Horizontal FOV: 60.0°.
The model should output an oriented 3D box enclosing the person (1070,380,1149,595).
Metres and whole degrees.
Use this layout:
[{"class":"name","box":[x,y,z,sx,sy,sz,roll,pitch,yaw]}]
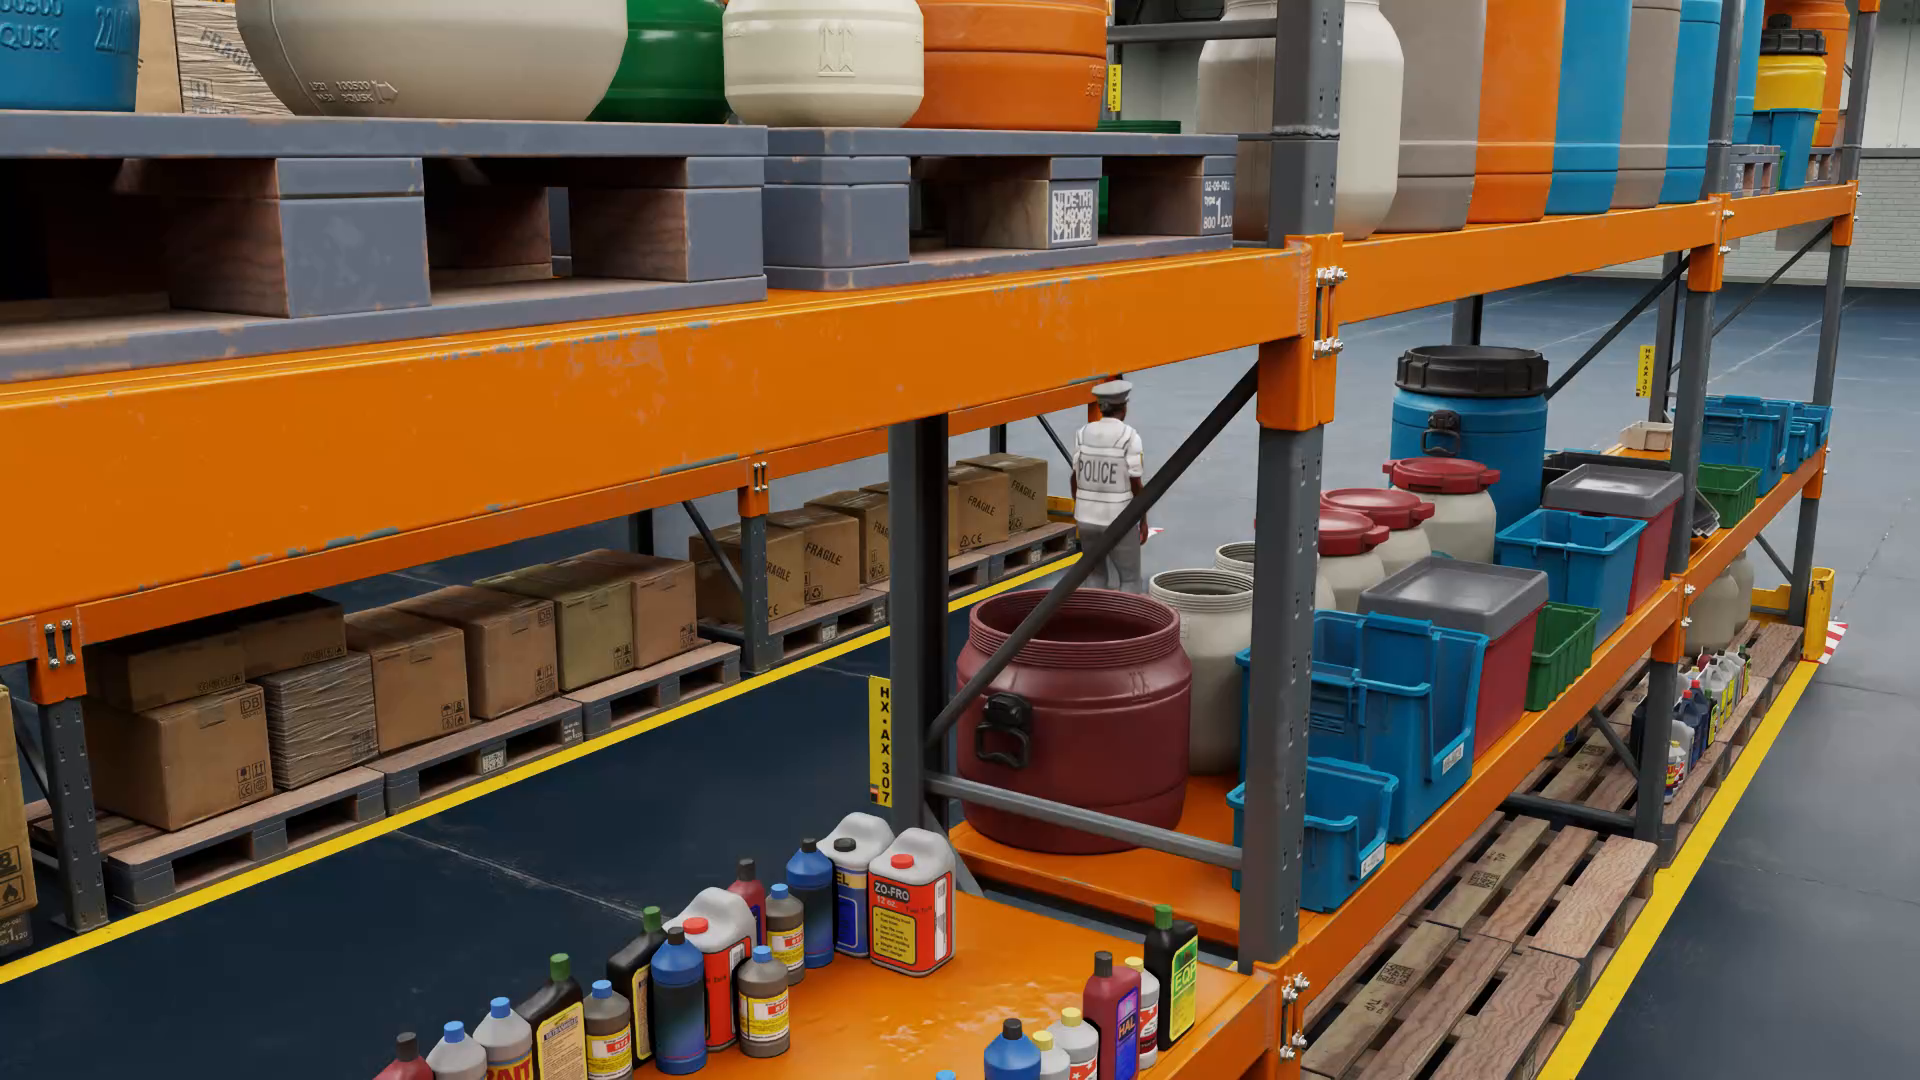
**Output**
[{"class":"person","box":[0.908,-0.109,9.948,0.503,1.661,0.424,8,15,31]}]
